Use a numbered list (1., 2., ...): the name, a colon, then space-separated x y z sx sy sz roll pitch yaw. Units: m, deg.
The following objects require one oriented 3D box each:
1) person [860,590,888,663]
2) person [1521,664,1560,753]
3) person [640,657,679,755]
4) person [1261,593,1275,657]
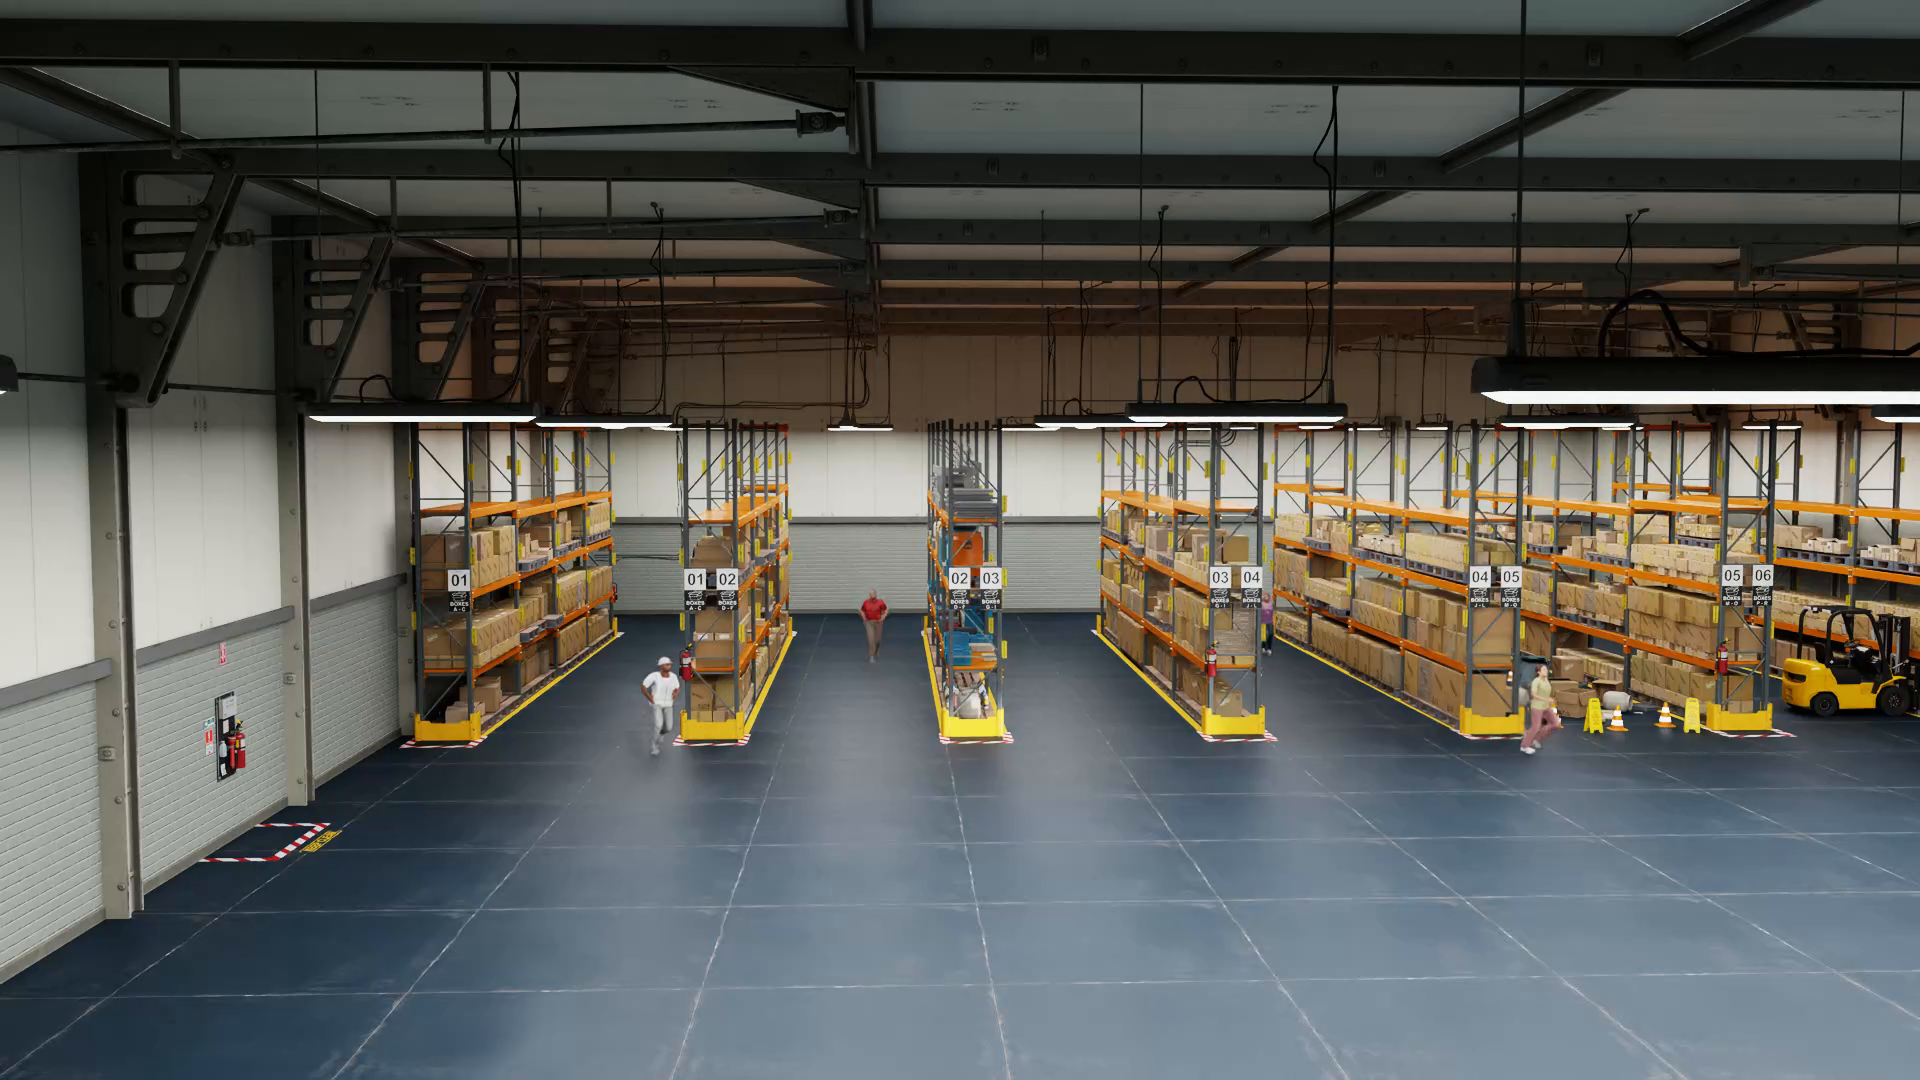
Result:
1. person: -2.054 2.050 39.724 0.657 1.731 0.640 0 4 -1
2. person: 10.367 3.002 29.651 0.596 1.622 0.716 -3 5 -37
3. person: -5.384 2.965 30.041 0.727 1.699 0.708 -2 4 -34
4. person: 7.912 2.179 42.880 0.514 1.639 0.666 0 4 -1
